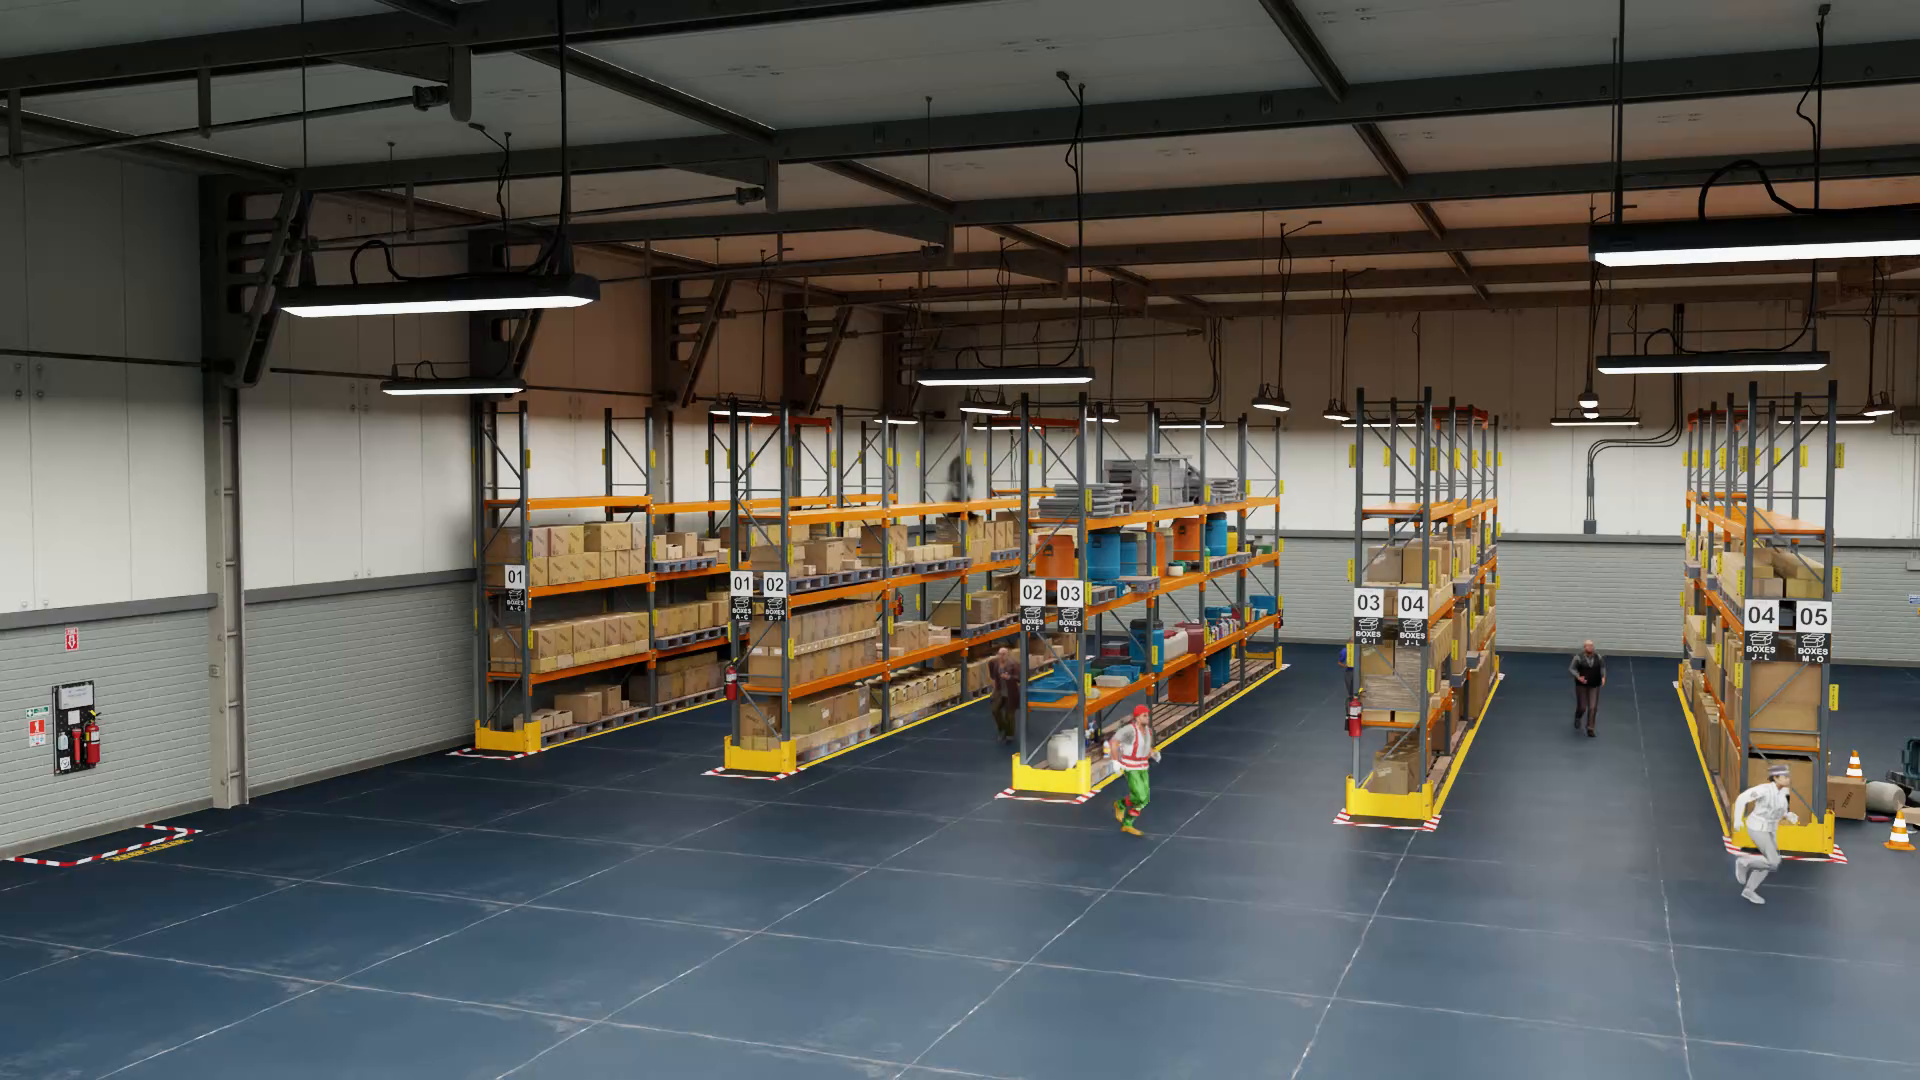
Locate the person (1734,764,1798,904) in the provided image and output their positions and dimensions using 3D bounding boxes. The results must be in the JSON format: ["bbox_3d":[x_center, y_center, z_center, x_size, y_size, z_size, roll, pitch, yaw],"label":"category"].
[{"bbox_3d":[9.097,3.298,18.744,0.605,1.612,0.669,-2,3,-33],"label":"person"}]

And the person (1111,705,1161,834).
[{"bbox_3d":[2.363,3.059,22.153,0.660,1.732,0.637,-3,4,-42],"label":"person"}]

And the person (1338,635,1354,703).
[{"bbox_3d":[7.499,2.651,31.672,0.601,1.681,0.918,1,3,16],"label":"person"}]

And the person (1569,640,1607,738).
[{"bbox_3d":[11.423,2.680,30.247,0.684,1.725,0.794,0,3,8],"label":"person"}]

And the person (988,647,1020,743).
[{"bbox_3d":[0.783,2.710,29.093,0.690,1.706,0.955,1,3,15],"label":"person"}]
